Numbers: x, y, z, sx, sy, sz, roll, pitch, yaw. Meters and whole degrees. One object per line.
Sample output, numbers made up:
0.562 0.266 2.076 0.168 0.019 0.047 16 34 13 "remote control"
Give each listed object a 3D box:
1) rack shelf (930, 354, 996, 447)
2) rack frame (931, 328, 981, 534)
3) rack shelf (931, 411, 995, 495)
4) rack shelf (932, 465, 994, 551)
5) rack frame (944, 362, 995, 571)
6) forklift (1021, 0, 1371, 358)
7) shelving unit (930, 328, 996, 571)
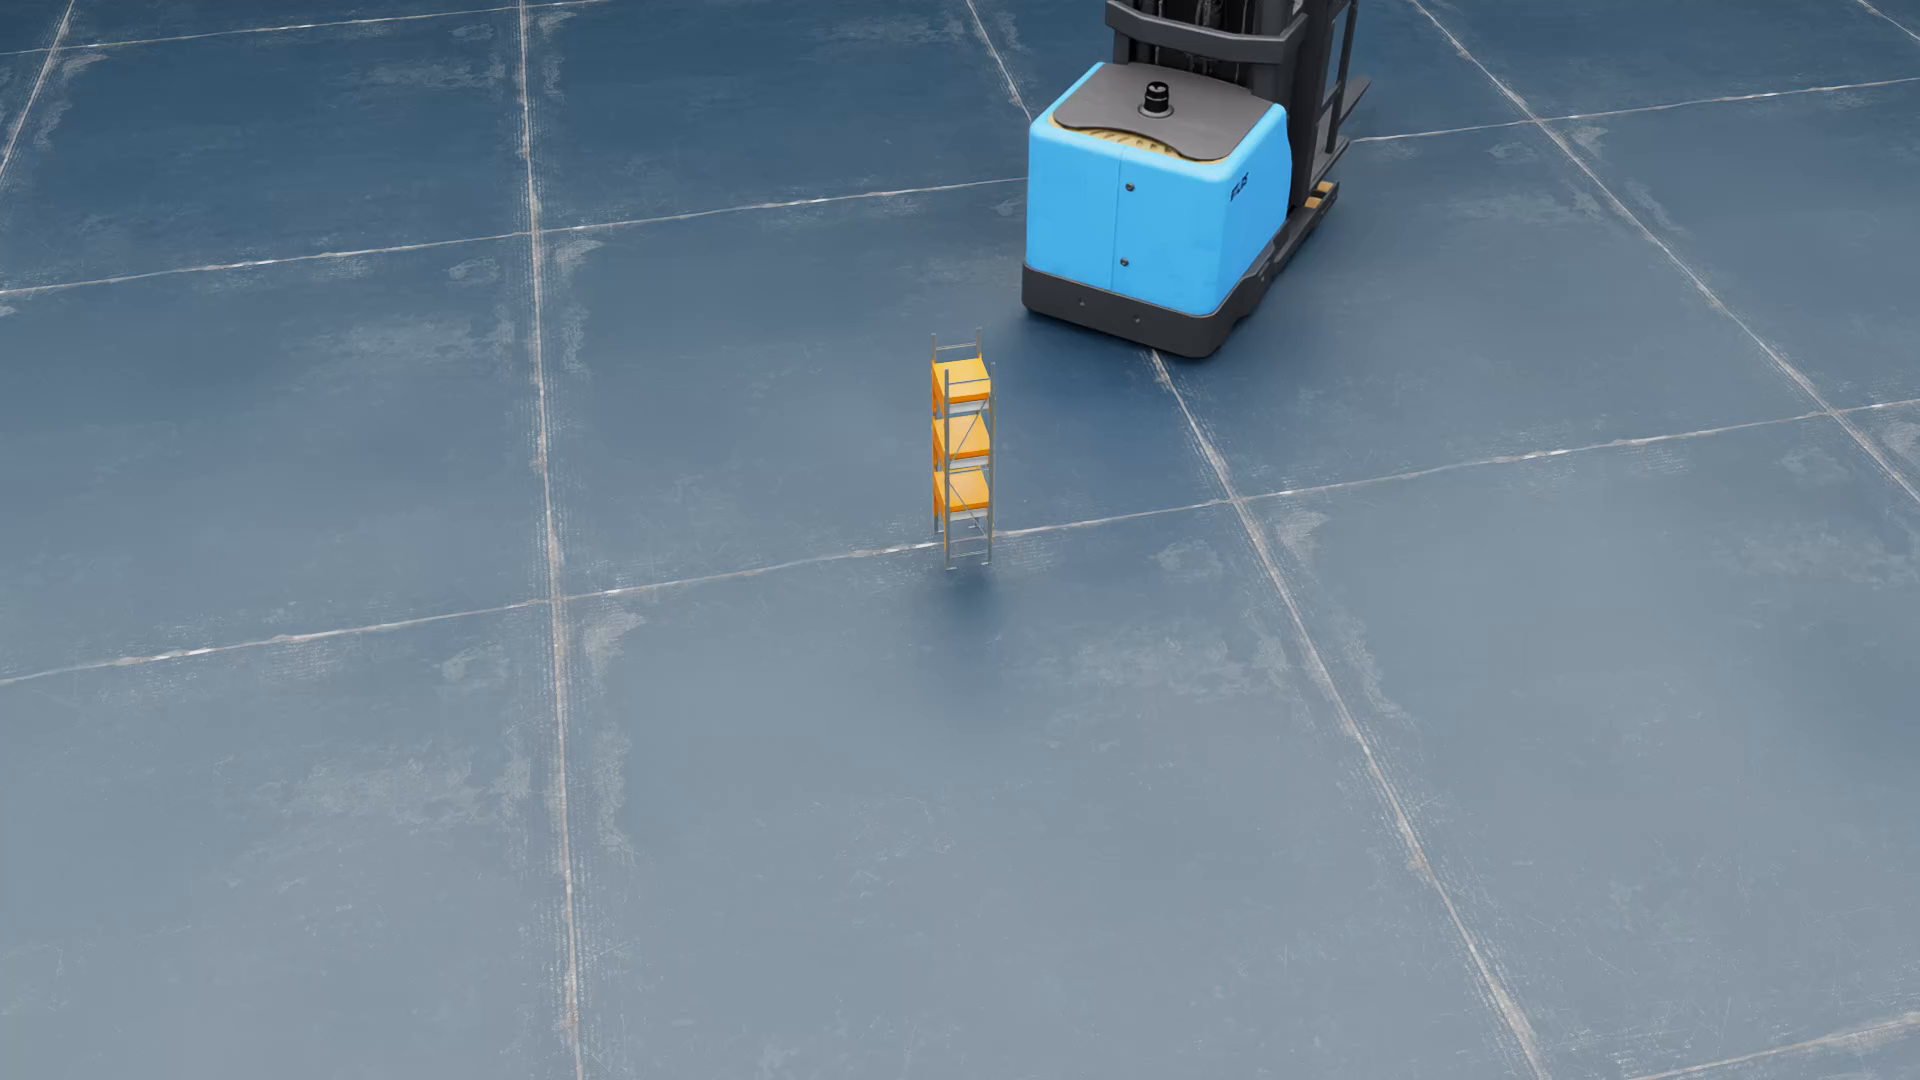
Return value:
0.012 -0.562 6.681 0.215 0.259 0.240 -8 42 -9 "rack shelf"
-0.015 -0.437 6.951 0.200 1.050 0.008 -8 42 -9 "rack frame"
0.012 -0.350 6.869 0.215 0.259 0.240 -8 42 -9 "rack shelf"
0.012 -0.142 7.054 0.215 0.259 0.240 -8 42 -9 "rack shelf"
0.038 -0.279 6.773 0.200 1.050 0.008 -8 42 -9 "rack frame"
1.465 -2.958 8.374 1.130 2.935 3.031 20 45 21 "forklift"
0.012 -0.358 6.862 0.215 1.050 0.252 -8 42 -9 "shelving unit"
